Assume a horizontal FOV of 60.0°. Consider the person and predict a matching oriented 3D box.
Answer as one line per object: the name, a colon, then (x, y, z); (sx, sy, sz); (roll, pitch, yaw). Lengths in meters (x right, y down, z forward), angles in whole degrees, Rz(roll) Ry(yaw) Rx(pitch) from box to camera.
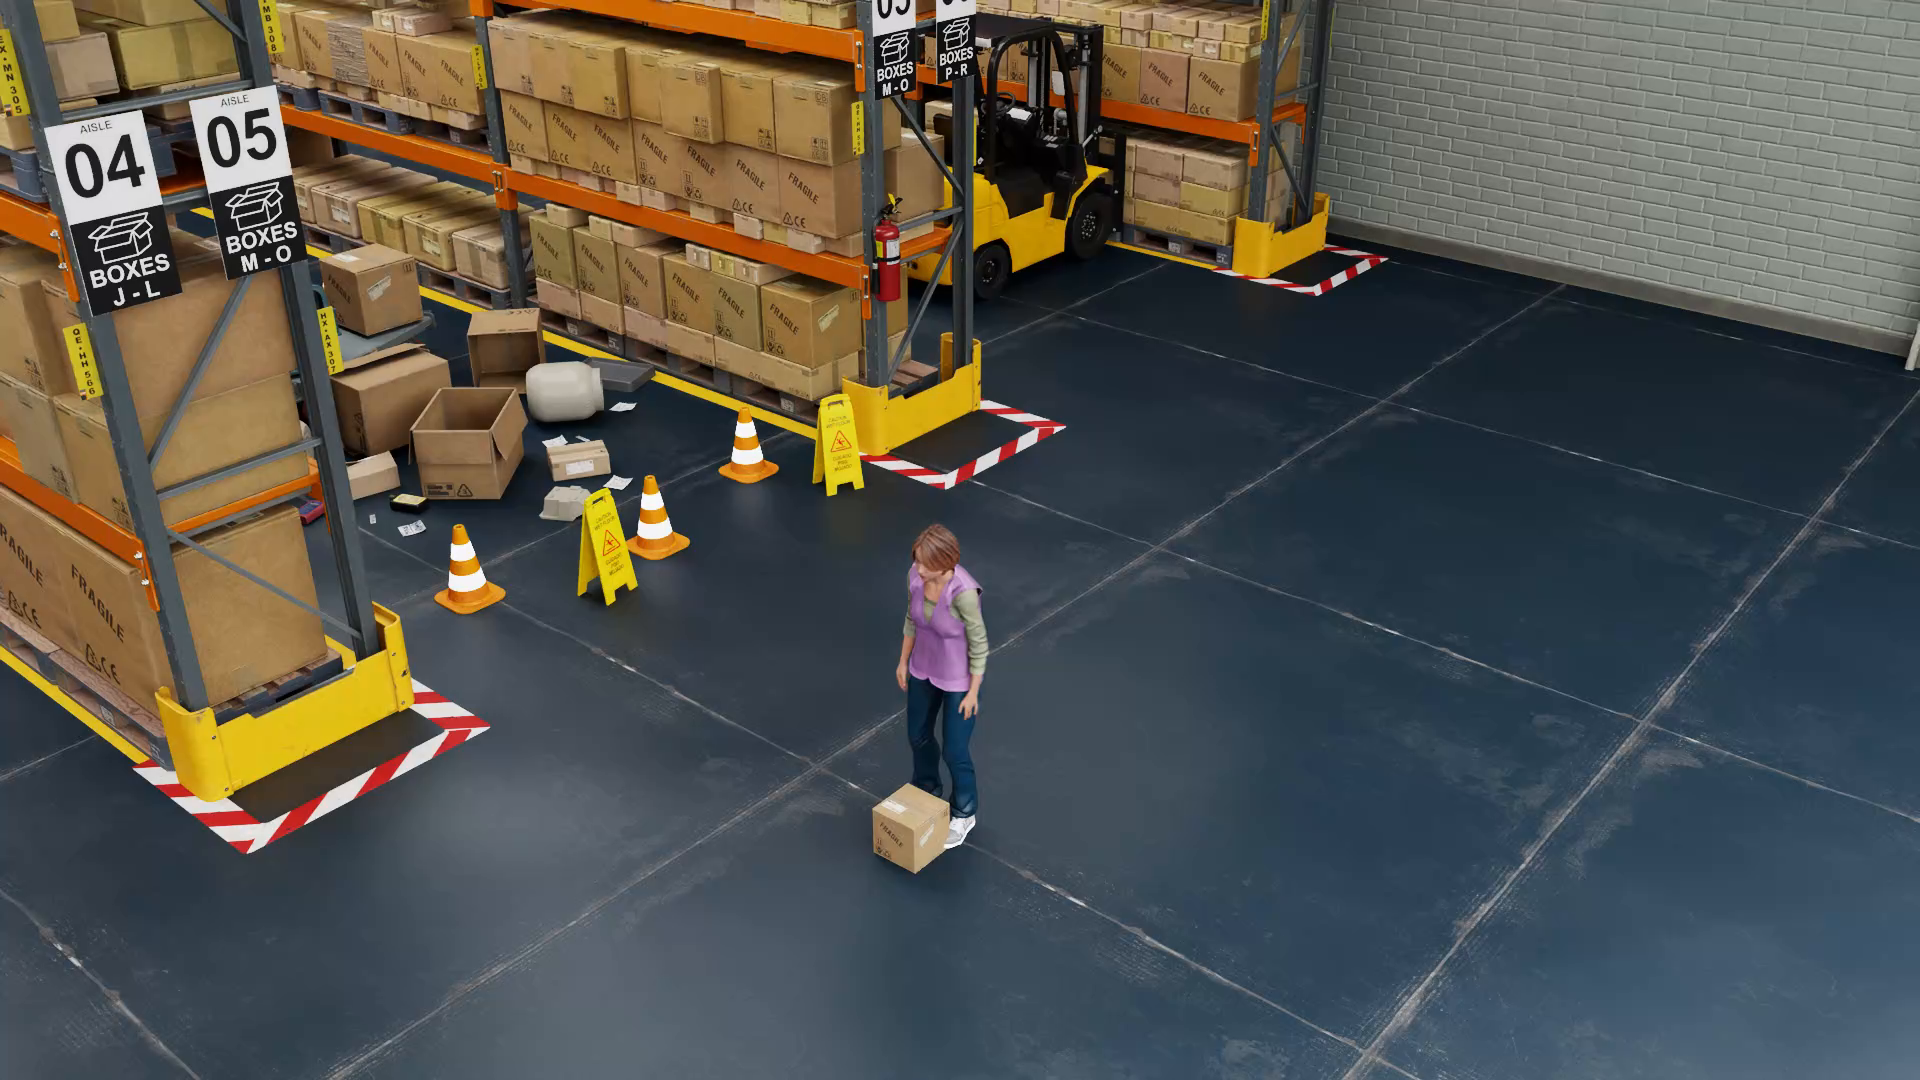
person: (-0.077, 0.628, 7.438); (0.462, 1.593, 0.343); (21, 34, 35)
